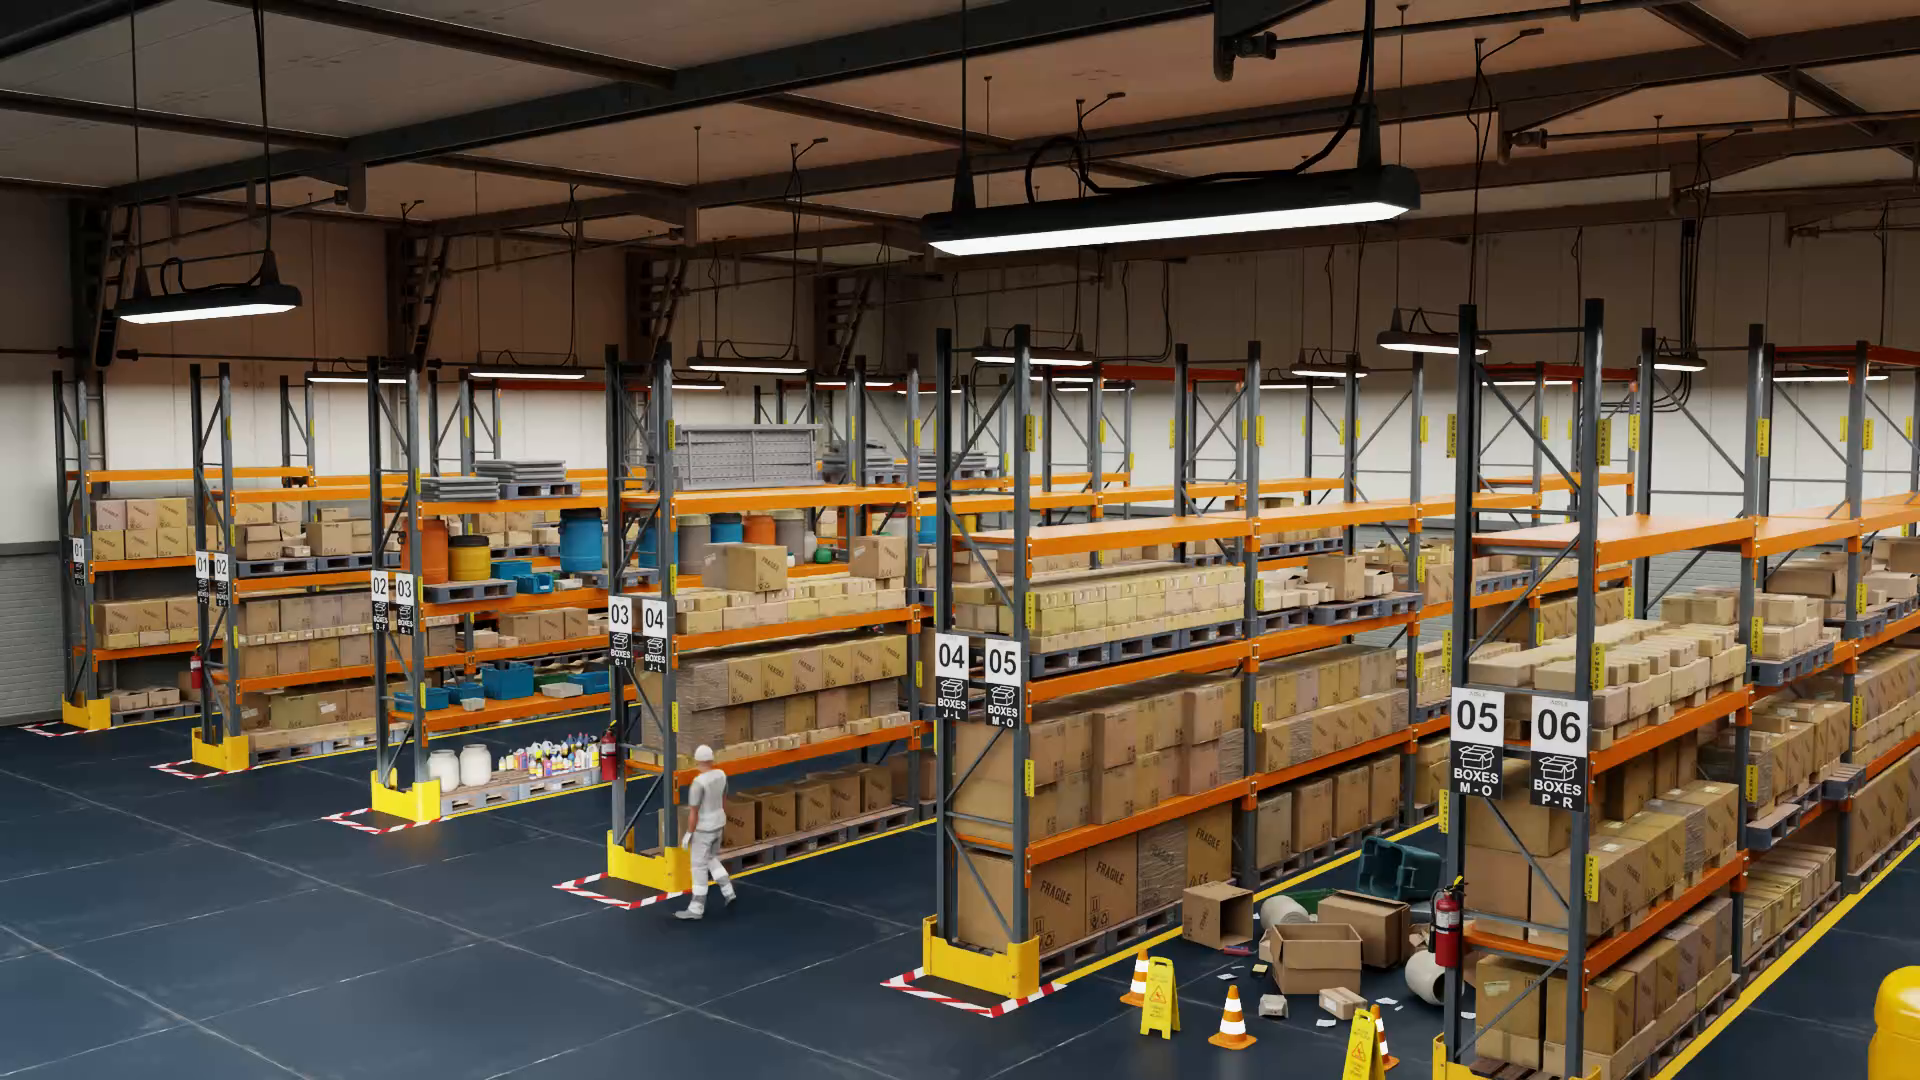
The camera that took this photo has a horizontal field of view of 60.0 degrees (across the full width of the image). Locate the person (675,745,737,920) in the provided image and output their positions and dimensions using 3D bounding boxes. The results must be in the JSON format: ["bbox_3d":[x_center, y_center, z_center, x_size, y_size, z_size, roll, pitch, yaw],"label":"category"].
[{"bbox_3d":[-2.631,3.013,17.289,0.528,1.789,0.620,2,4,22],"label":"person"}]
